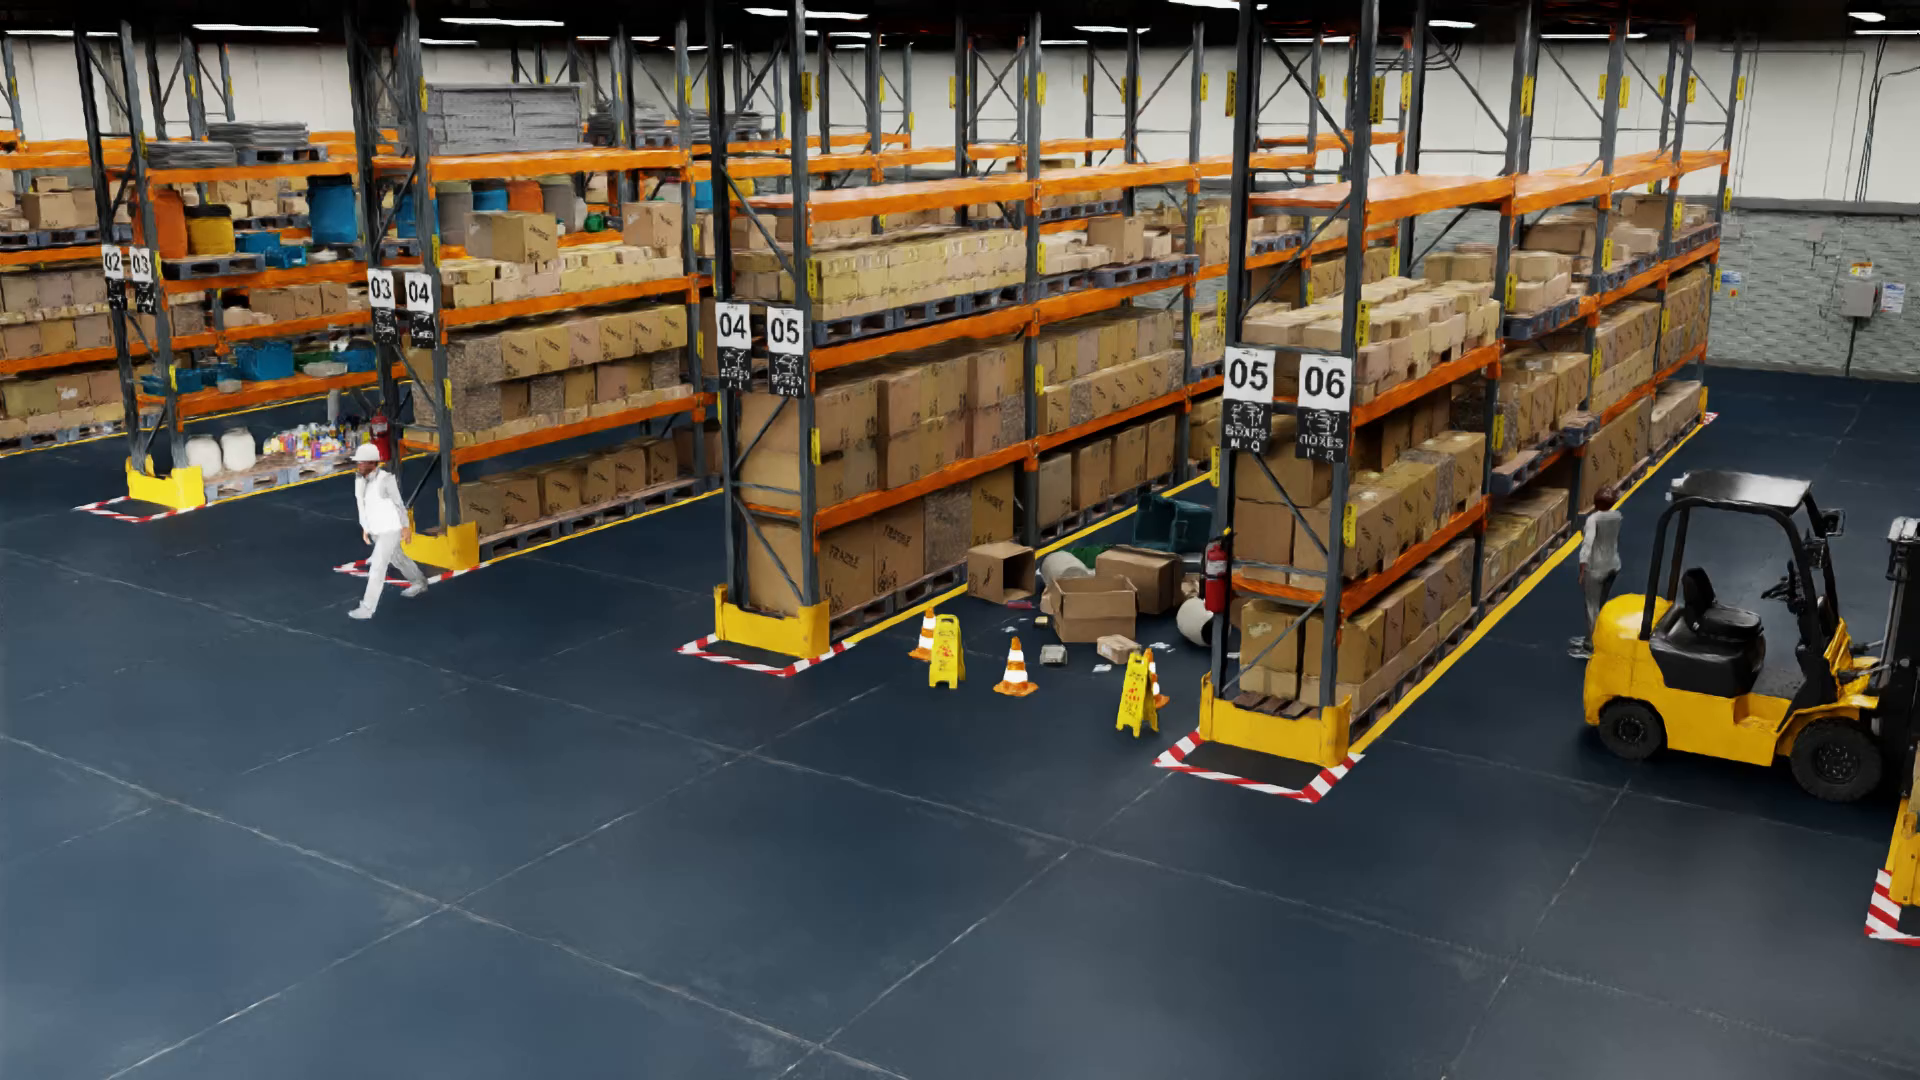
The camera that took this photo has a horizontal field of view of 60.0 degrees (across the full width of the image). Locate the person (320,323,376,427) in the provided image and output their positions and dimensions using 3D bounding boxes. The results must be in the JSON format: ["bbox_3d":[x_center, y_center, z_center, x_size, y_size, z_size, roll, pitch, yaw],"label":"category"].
[{"bbox_3d":[-9.288,-2.485,25.091,0.461,1.626,0.999,9,18,30],"label":"person"}]

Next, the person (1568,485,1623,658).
[{"bbox_3d":[5.812,0.274,15.217,0.467,1.599,0.449,-7,17,-25],"label":"person"}]

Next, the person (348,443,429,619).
[{"bbox_3d":[-5.775,-0.140,16.516,0.543,1.700,1.115,11,19,33],"label":"person"}]
